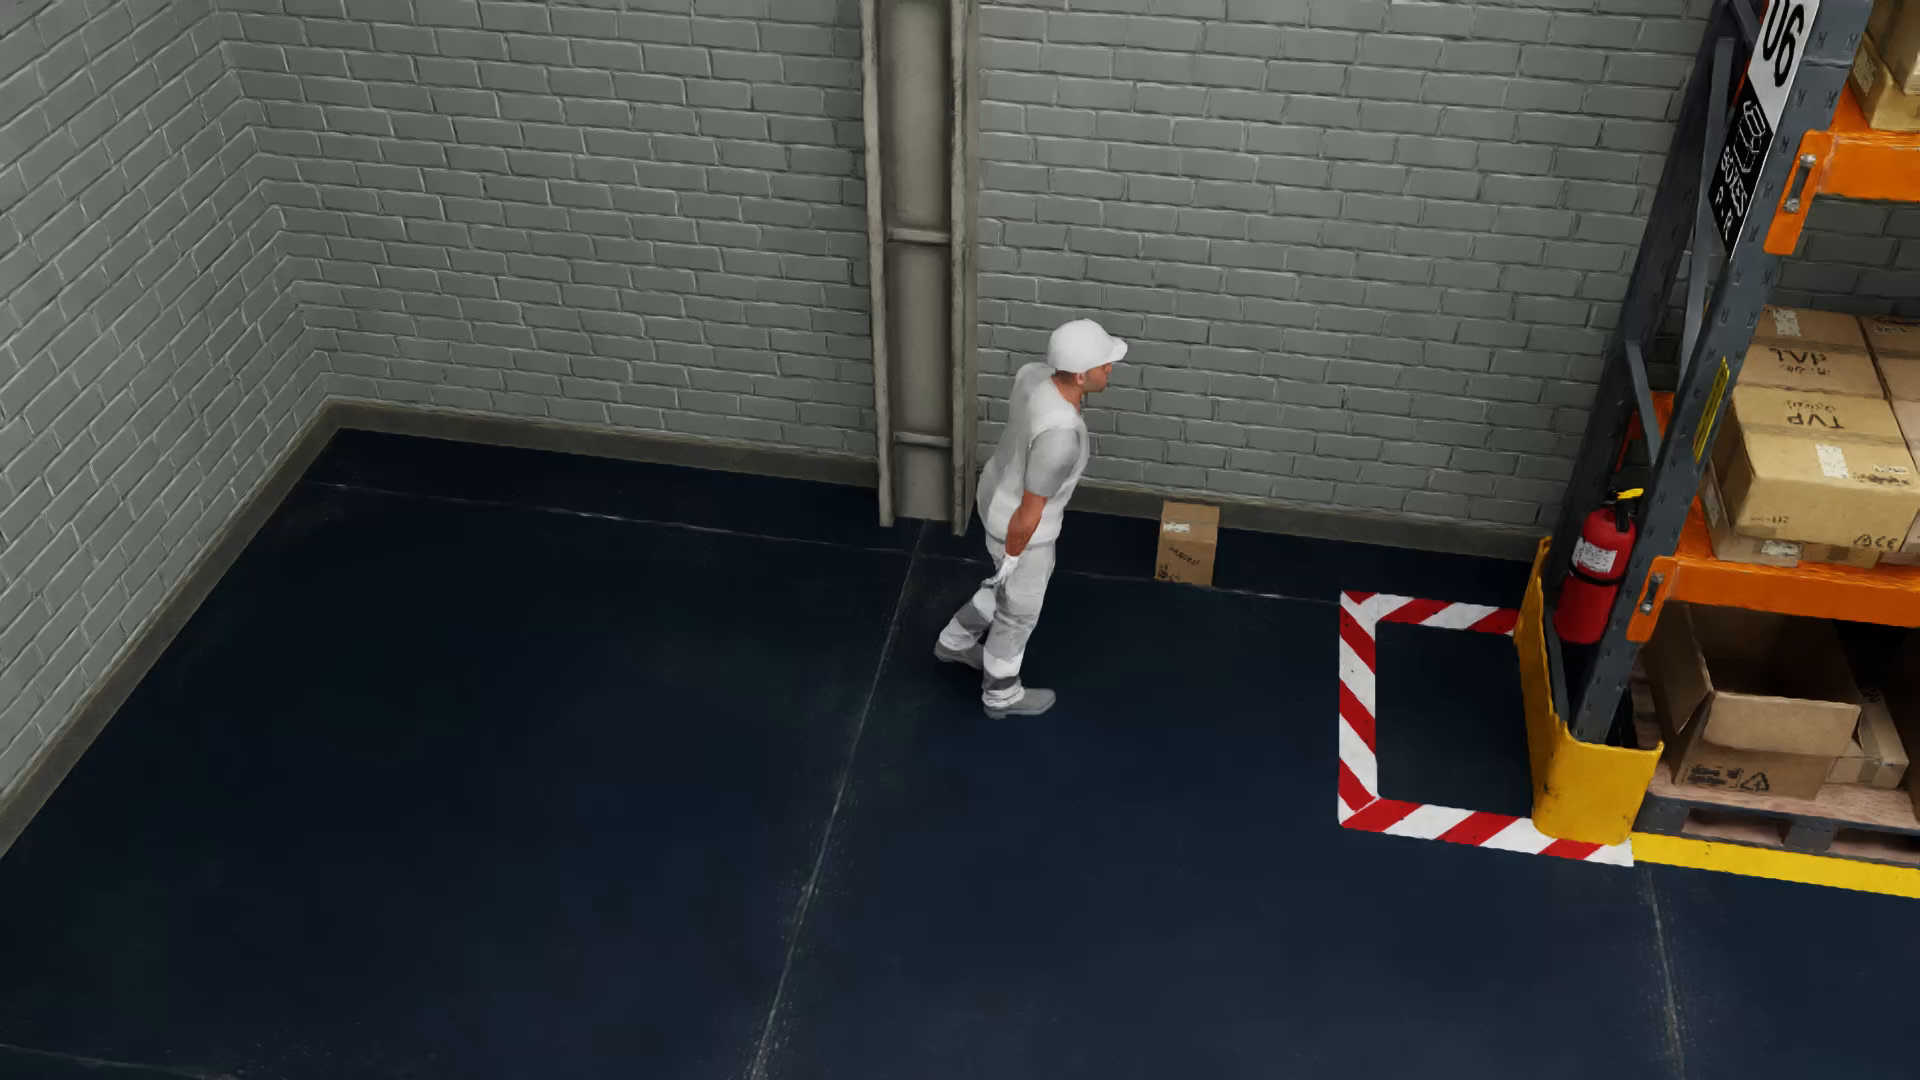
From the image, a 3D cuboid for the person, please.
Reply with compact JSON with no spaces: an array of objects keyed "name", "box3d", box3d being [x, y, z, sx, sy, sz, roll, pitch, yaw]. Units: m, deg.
[{"name":"person","box3d":[0.220,-0.038,6.232,0.630,1.714,0.535,-5,40,-6]}]
